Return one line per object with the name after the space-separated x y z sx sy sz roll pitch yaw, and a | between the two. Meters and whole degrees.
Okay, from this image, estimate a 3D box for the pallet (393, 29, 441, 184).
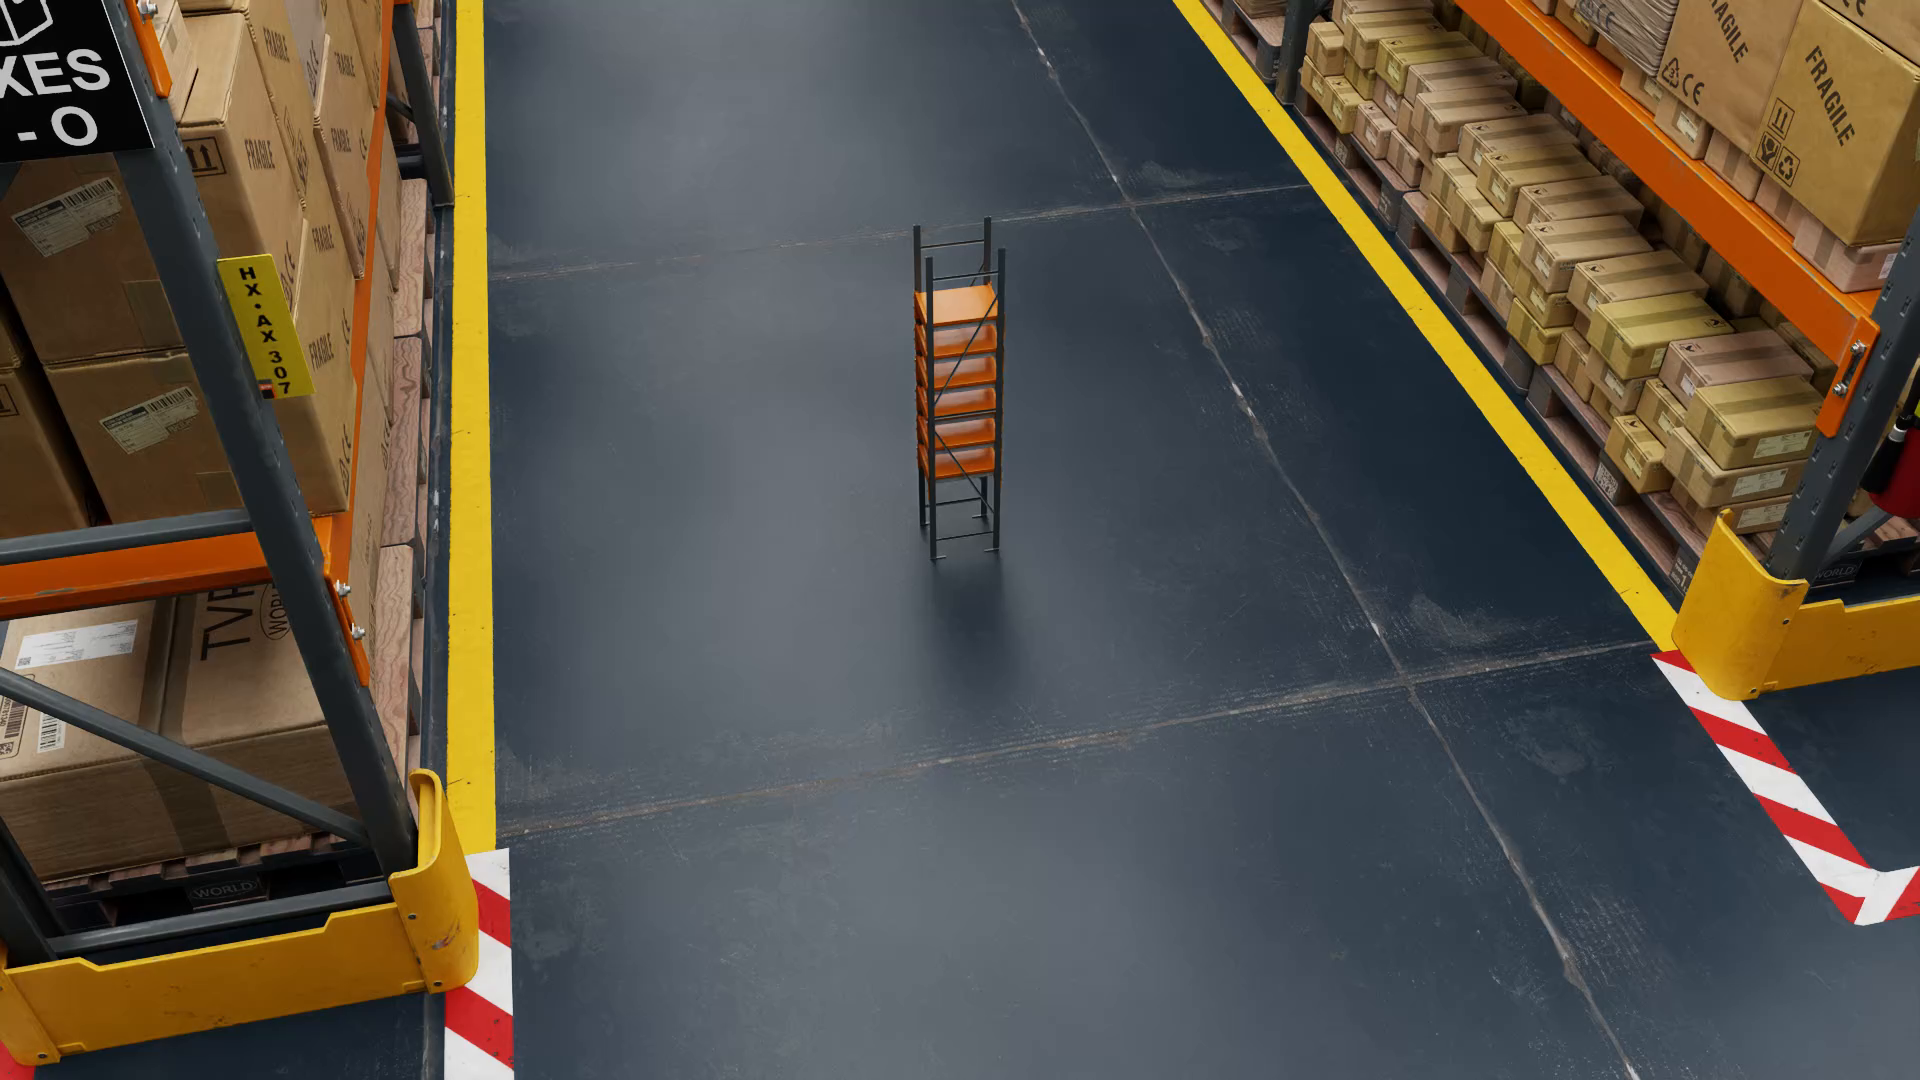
-2.997 -2.021 7.868 1.003 0.211 1.213 -8 42 -9 | pallet

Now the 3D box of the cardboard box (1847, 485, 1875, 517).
3.118 -0.233 5.584 0.380 0.149 0.250 -8 42 -8 | cardboard box

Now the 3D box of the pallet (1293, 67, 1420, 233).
2.234 -1.877 7.705 1.003 0.211 1.213 -8 42 -9 | pallet

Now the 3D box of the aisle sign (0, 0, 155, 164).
-1.595 -0.949 2.602 0.394 0.787 0.004 -8 42 -9 | aisle sign

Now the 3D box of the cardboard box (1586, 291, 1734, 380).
2.379 -0.698 5.660 0.380 0.149 0.250 -9 42 -10 | cardboard box

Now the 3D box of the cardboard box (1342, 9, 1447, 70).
1.929 -2.223 7.378 0.380 0.149 0.250 -6 42 -7 | cardboard box

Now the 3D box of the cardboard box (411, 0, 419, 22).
-3.171 -2.912 8.055 0.875 0.875 0.875 -7 42 -8 | cardboard box

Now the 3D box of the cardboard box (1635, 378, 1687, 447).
2.522 -0.437 5.590 0.380 0.149 0.250 -9 42 -10 | cardboard box

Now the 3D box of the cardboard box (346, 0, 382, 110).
-2.168 -1.692 5.321 0.500 0.500 0.500 -9 42 -10 | cardboard box

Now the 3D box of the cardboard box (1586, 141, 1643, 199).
2.686 -1.458 6.516 0.380 0.149 0.250 -8 42 -9 | cardboard box

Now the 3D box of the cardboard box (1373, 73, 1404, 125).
2.051 -1.967 7.314 0.380 0.149 0.250 -9 42 -10 | cardboard box

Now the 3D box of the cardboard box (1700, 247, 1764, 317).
2.896 -0.951 5.944 0.380 0.149 0.250 -10 43 -11 | cardboard box

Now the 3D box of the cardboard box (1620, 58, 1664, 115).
2.380 -1.498 5.367 0.380 0.149 0.250 -10 43 -11 | cardboard box

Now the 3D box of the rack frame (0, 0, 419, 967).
-1.893 0.018 3.470 1.000 3.000 0.127 -8 42 -9 | rack frame

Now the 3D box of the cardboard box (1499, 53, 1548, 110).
2.520 -1.970 7.093 0.380 0.149 0.250 -7 42 -8 | cardboard box

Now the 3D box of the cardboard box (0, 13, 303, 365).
-1.719 -0.745 3.502 0.500 0.500 0.500 -9 42 -10 | cardboard box

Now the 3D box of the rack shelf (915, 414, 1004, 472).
-0.003 -0.335 5.471 0.258 0.103 0.180 -8 42 -9 | rack shelf

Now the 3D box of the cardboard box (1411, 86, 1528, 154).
2.085 -1.724 6.815 0.380 0.149 0.250 -7 42 -8 | cardboard box

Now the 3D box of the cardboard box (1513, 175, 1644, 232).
2.324 -1.228 6.257 0.380 0.149 0.250 -10 43 -11 | cardboard box

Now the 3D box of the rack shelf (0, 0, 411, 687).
-2.325 -1.009 5.170 1.077 0.370 4.000 -8 42 -9 | rack shelf

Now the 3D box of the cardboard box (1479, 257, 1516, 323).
2.252 -0.989 6.436 0.380 0.149 0.250 -8 42 -8 | cardboard box

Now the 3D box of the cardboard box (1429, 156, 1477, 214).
2.135 -1.437 6.717 0.380 0.149 0.250 -9 42 -10 | cardboard box

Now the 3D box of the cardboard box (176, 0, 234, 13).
-1.770 -1.250 3.582 0.380 0.149 0.250 -7 42 -8 | cardboard box

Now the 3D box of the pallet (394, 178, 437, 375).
-2.669 -1.028 6.749 1.003 0.211 1.213 -8 42 -9 | pallet

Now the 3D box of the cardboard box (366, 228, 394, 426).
-2.532 -0.771 5.973 0.875 0.438 0.875 -10 42 -11 | cardboard box

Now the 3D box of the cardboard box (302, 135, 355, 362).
-1.853 -0.696 4.199 0.500 0.500 0.500 -9 42 -10 | cardboard box

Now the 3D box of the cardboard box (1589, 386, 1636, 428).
2.474 -0.495 5.879 0.380 0.149 0.250 -9 42 -9 | cardboard box

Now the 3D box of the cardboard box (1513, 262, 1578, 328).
2.287 -0.931 6.146 0.380 0.149 0.250 -8 42 -9 | cardboard box

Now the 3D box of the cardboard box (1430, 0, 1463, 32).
2.386 -2.470 7.656 0.380 0.149 0.250 -7 42 -8 | cardboard box

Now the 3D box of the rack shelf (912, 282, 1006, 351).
-0.003 -0.694 5.153 0.258 0.103 0.180 -8 42 -9 | rack shelf

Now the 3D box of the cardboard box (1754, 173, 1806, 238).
2.555 -1.000 4.807 0.380 0.149 0.250 -8 42 -9 | cardboard box

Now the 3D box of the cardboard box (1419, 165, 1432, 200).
2.177 -1.506 7.018 0.380 0.149 0.250 -10 43 -11 | cardboard box

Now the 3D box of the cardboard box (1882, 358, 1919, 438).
3.137 -0.459 5.390 0.380 0.149 0.250 -10 43 -11 | cardboard box

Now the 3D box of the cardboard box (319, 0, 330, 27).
-2.064 -1.735 4.617 0.500 0.500 0.500 -8 42 -9 | cardboard box

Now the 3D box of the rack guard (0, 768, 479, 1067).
-1.888 0.968 4.283 1.175 0.500 0.348 -8 42 -9 | rack guard

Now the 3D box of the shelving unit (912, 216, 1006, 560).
-0.003 -0.458 5.362 0.258 1.200 0.189 -8 42 -9 | shelving unit

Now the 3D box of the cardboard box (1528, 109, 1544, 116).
2.611 -1.709 7.023 0.380 0.149 0.250 -7 42 -8 | cardboard box

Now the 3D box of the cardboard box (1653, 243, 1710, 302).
2.813 -1.007 6.232 0.380 0.149 0.250 -10 43 -11 | cardboard box

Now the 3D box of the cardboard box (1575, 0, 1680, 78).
2.345 -1.822 5.243 0.500 0.500 0.500 -8 42 -9 | cardboard box

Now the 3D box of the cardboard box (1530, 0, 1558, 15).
2.231 -2.011 5.946 0.380 0.149 0.250 -7 42 -8 | cardboard box

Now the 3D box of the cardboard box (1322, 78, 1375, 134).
1.877 -1.986 7.559 0.380 0.149 0.250 -7 42 -8 | cardboard box
